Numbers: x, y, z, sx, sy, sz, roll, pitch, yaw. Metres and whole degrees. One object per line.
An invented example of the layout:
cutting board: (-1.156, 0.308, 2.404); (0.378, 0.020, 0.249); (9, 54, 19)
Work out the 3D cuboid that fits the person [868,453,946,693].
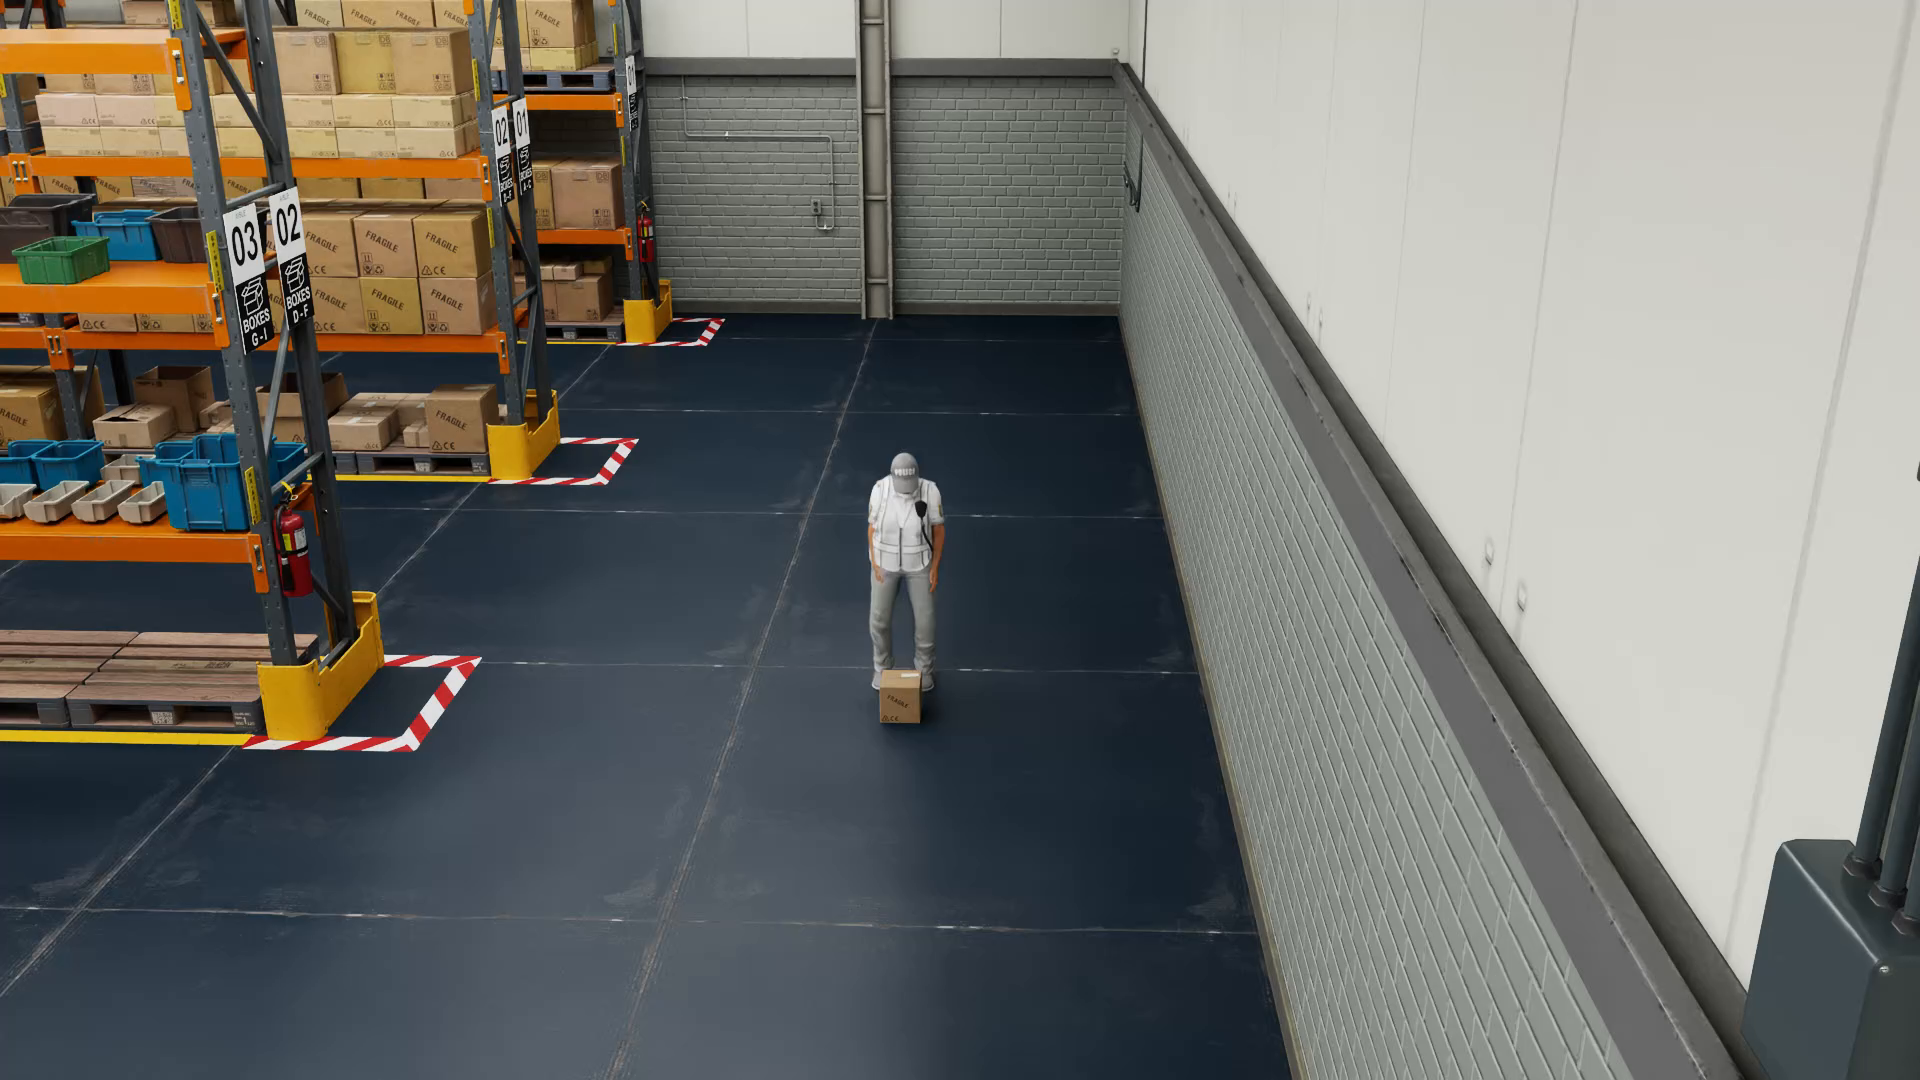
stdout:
person: (-0.340, 0.189, 10.666); (0.496, 1.619, 0.479); (1, 21, 3)
